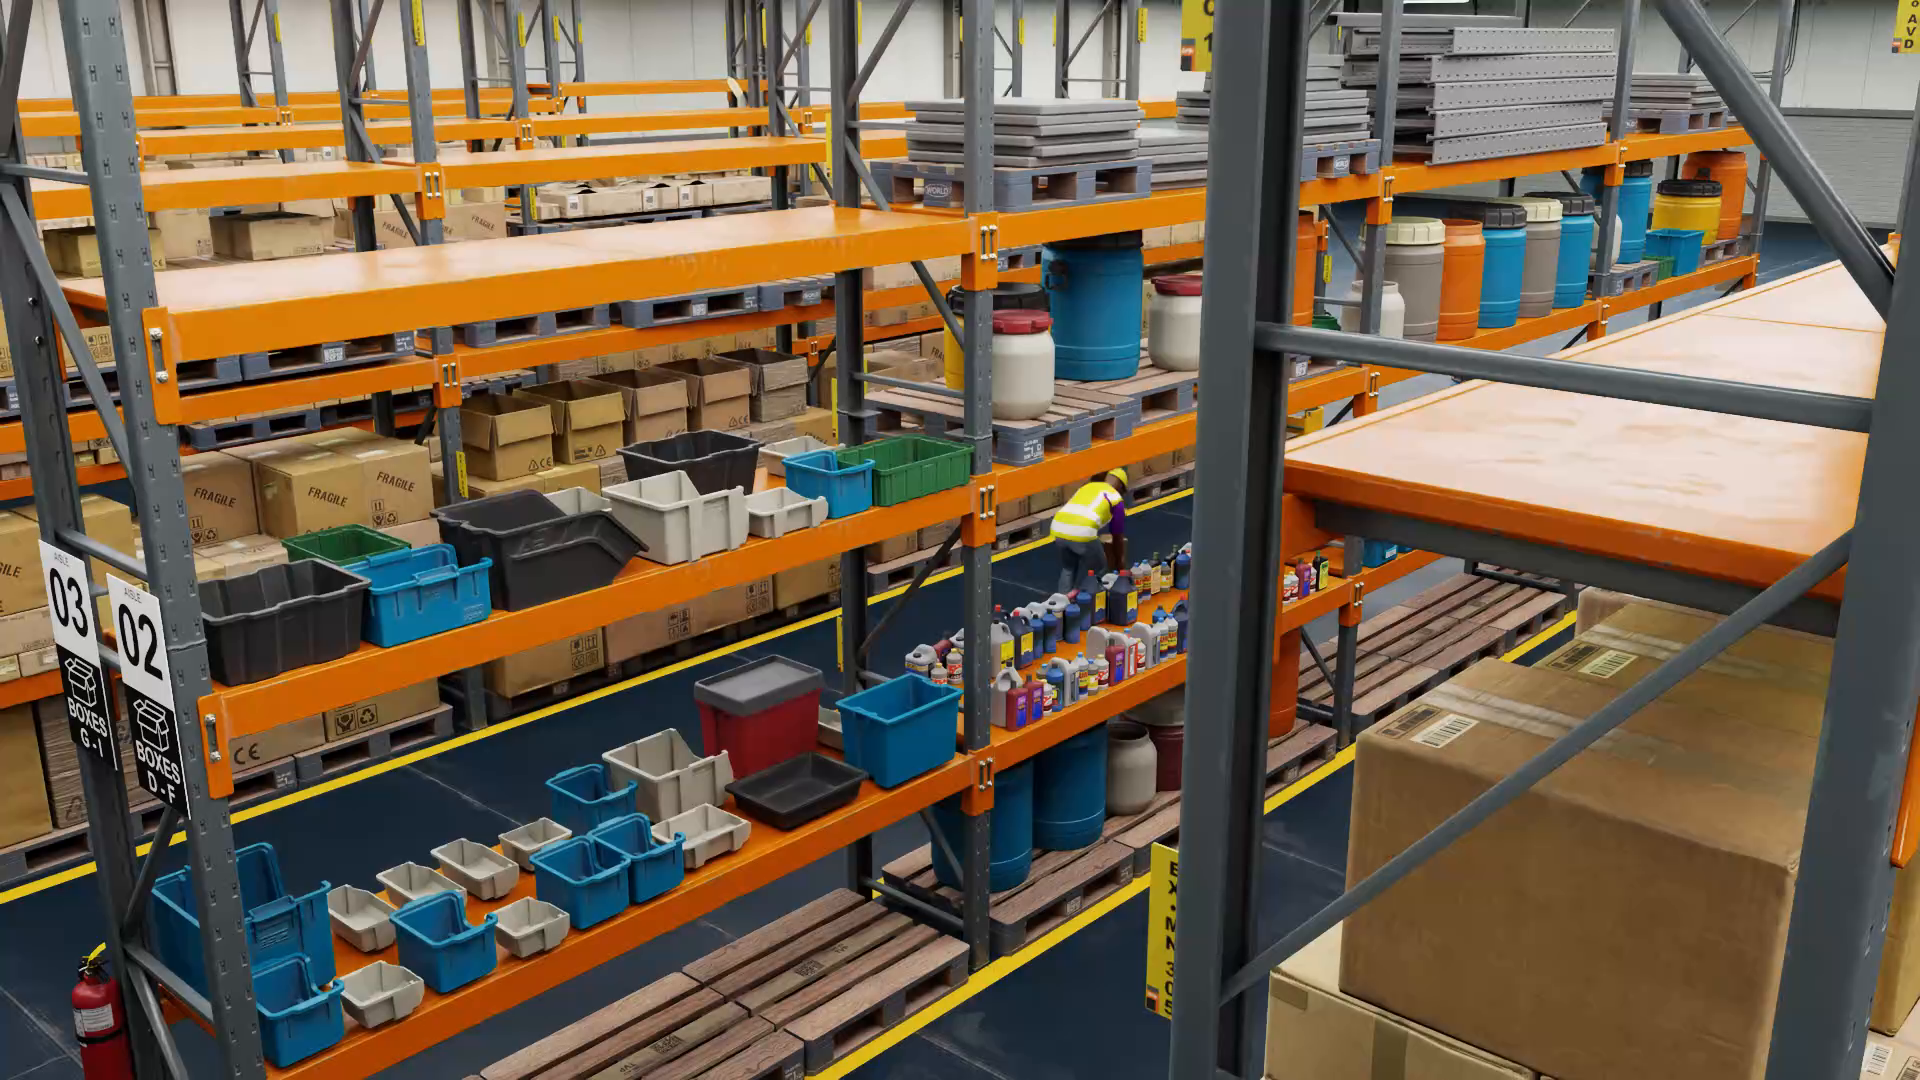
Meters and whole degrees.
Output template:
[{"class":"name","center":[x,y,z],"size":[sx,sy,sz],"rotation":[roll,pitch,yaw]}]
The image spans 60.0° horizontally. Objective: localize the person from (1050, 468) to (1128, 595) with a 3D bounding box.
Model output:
[{"class":"person","center":[1.158,0.064,14.569],"size":[0.493,1.311,0.923],"rotation":[13,21,38]}]
